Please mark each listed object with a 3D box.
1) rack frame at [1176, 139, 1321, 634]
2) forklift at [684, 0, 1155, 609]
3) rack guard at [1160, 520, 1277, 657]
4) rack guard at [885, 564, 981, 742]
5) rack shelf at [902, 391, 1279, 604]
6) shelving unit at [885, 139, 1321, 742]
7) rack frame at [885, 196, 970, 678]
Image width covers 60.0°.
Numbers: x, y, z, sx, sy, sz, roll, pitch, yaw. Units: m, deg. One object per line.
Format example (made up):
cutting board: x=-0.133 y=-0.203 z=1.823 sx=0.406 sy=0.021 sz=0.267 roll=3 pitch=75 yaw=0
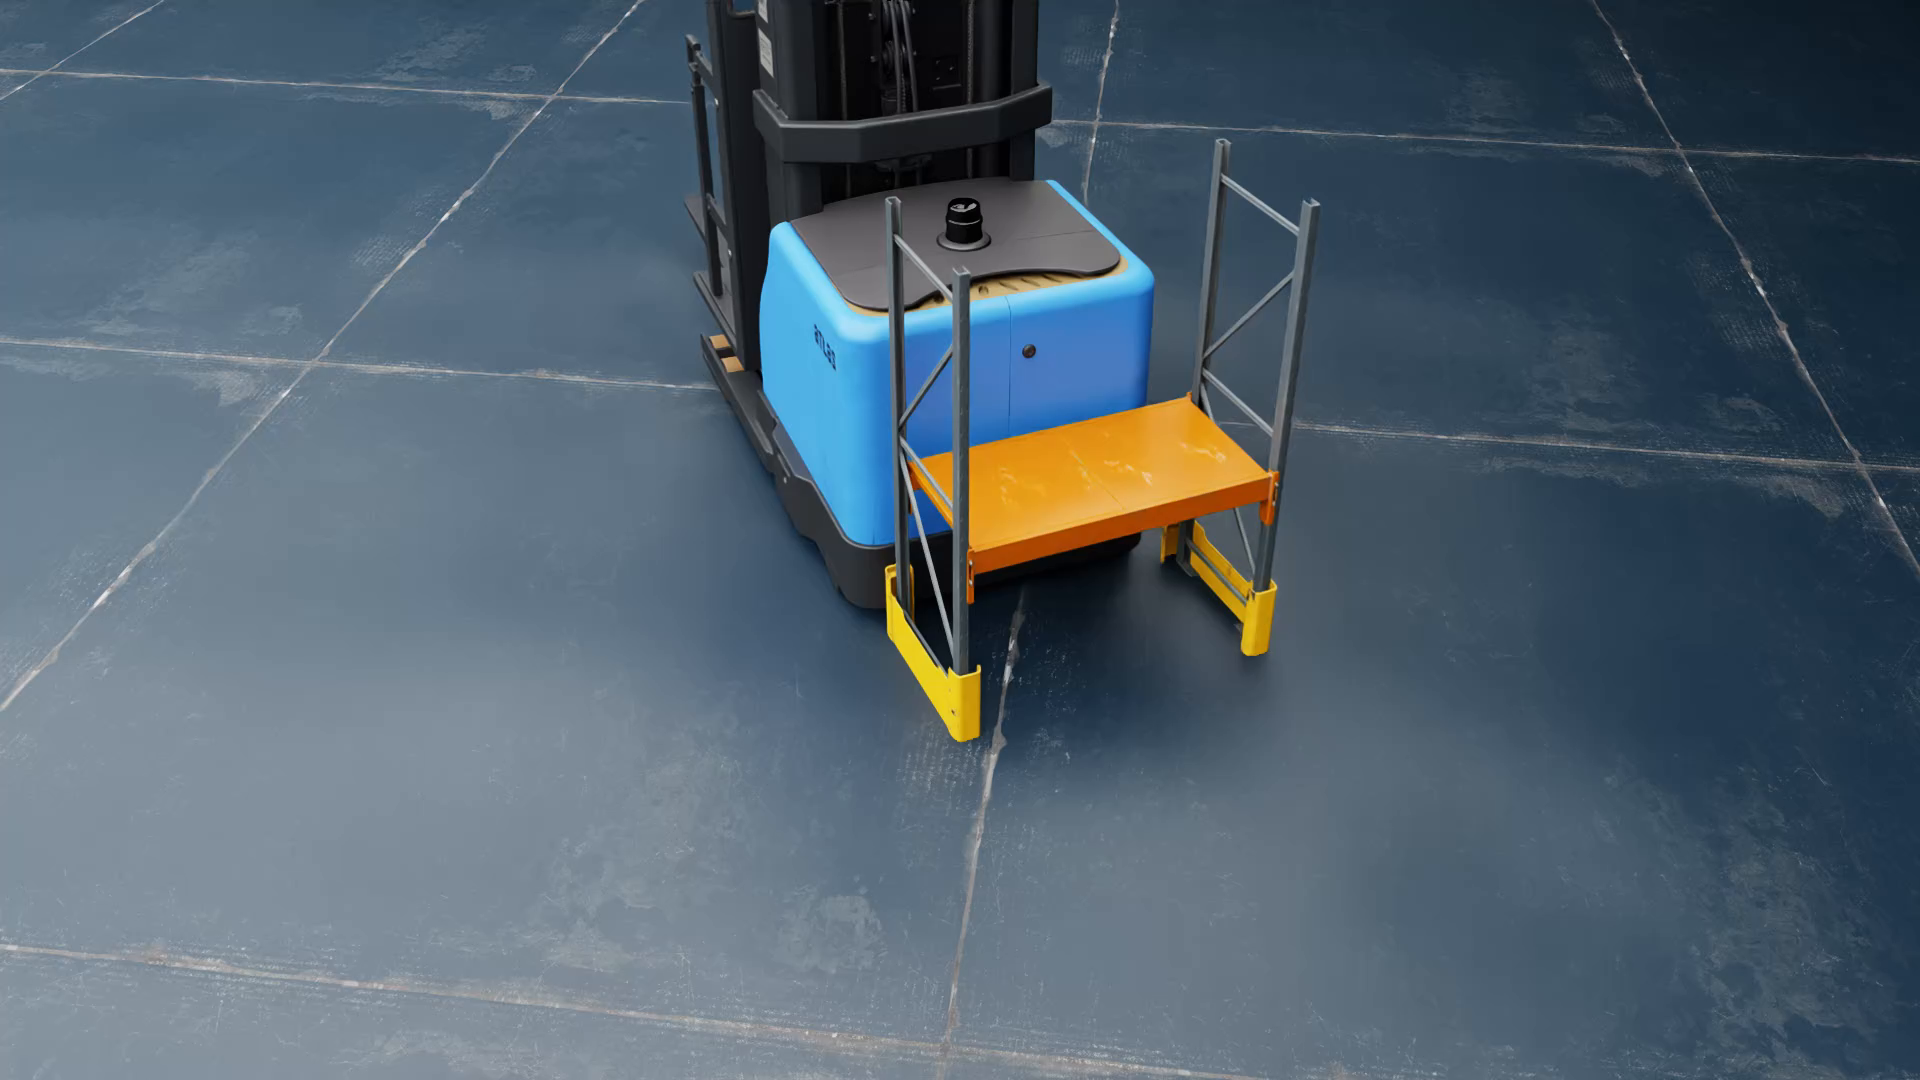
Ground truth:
rack frame: x=0.846 y=-0.409 z=5.032 sx=0.032 sy=1.500 sz=0.500 roll=-14 pitch=38 yaw=-19
forklift: x=-0.391 y=-1.825 z=5.784 sx=1.130 sy=2.935 sz=3.031 roll=-13 pitch=37 yaw=-17
rack guard: x=0.828 y=0.104 z=5.389 sx=0.087 sy=0.250 sz=0.587 roll=-14 pitch=38 yaw=-19
rack guard: x=-0.086 y=0.334 z=5.067 sx=0.087 sy=0.250 sz=0.587 roll=-14 pitch=38 yaw=-19
rack shelf: x=0.379 y=-0.145 z=4.972 sx=1.000 sy=0.185 sz=0.538 roll=-14 pitch=38 yaw=-19
shelving unit: x=0.371 y=-0.290 z=4.865 sx=1.083 sy=1.500 sz=0.587 roll=-14 pitch=38 yaw=-19
rack frame: x=-0.087 y=-0.175 z=4.704 sx=0.032 sy=1.500 sz=0.500 roll=-14 pitch=38 yaw=-19
